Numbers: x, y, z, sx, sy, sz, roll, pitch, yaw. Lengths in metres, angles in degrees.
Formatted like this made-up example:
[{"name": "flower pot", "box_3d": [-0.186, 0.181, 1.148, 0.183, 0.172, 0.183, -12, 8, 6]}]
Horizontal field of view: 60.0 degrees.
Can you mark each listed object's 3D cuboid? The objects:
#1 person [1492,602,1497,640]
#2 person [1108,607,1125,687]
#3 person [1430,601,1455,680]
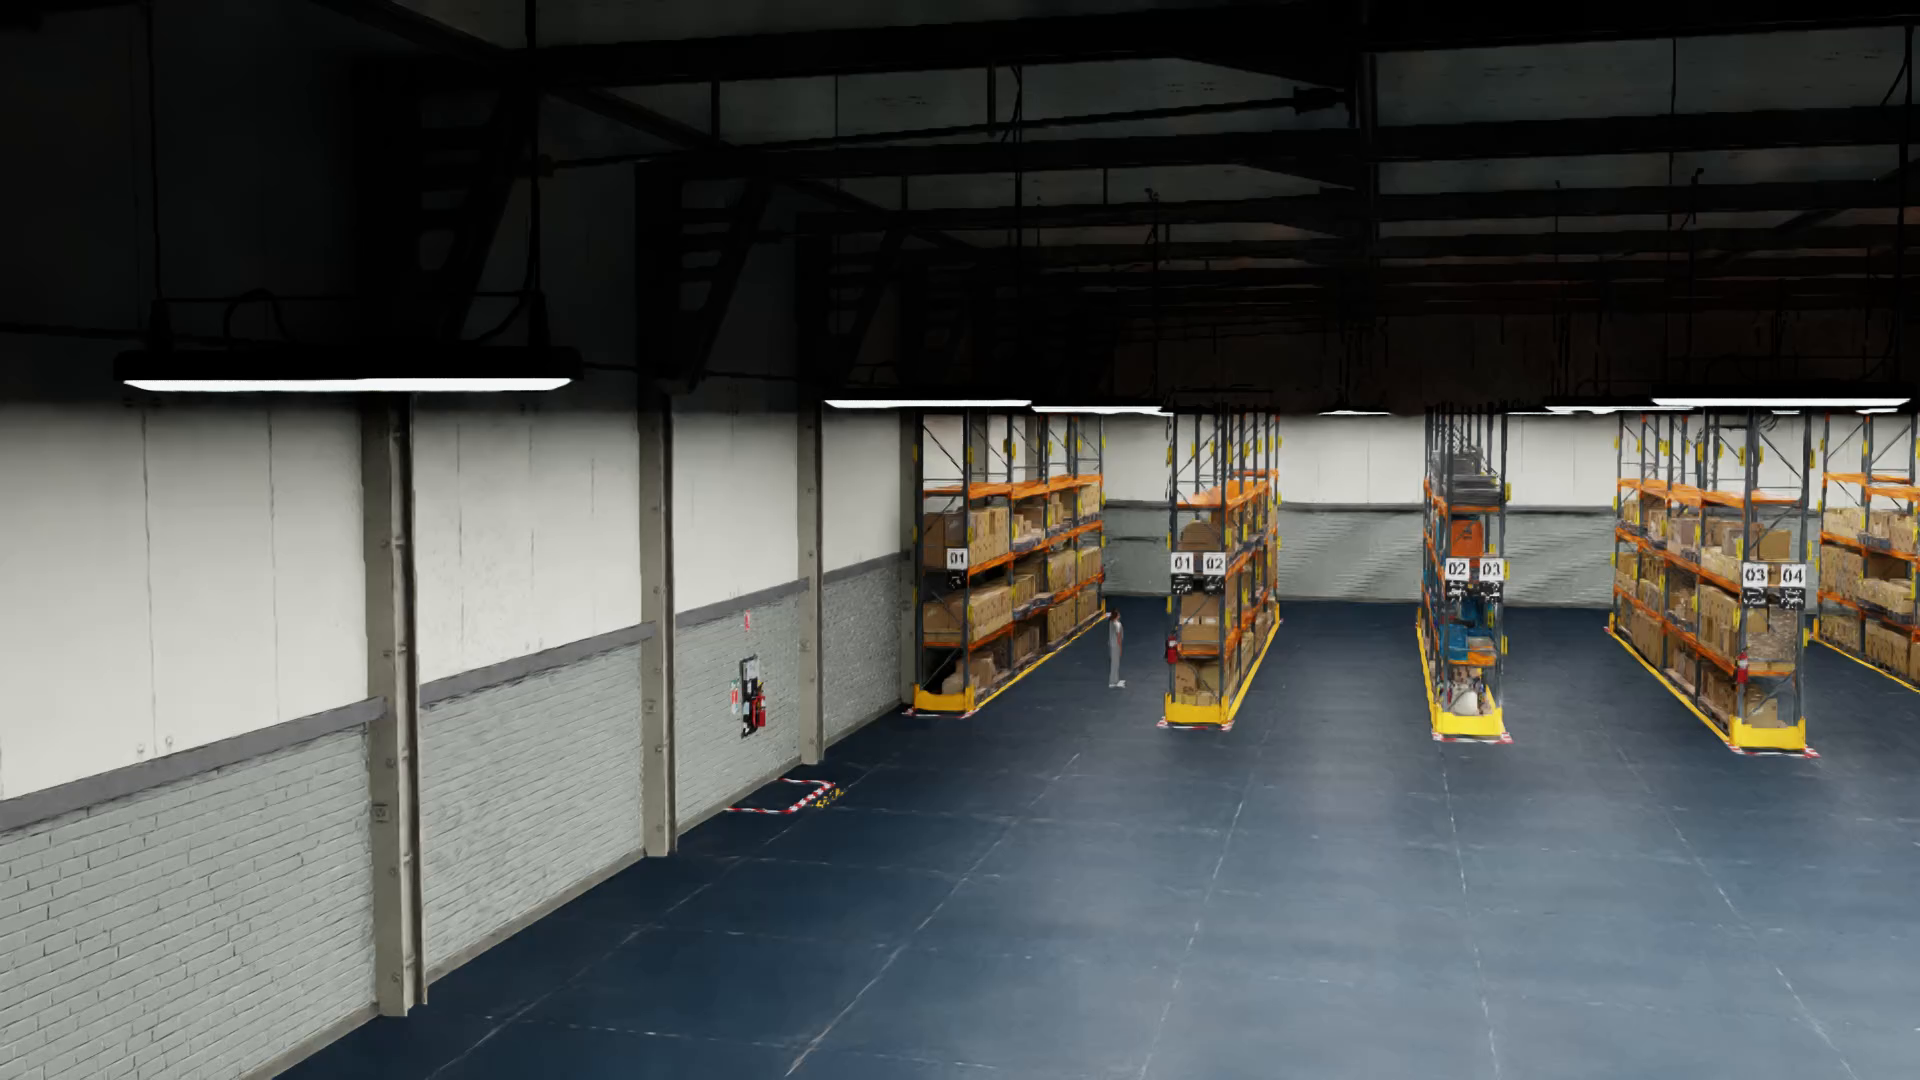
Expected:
[{"name": "person", "box_3d": [13.512, 1.774, 42.475, 0.630, 1.618, 0.758, -1, 4, -7]}, {"name": "person", "box_3d": [3.343, 2.265, 35.312, 0.432, 1.677, 0.496, -1, 4, -16]}, {"name": "person", "box_3d": [10.150, 2.117, 34.928, 0.474, 1.647, 0.523, 1, 4, 7]}]
